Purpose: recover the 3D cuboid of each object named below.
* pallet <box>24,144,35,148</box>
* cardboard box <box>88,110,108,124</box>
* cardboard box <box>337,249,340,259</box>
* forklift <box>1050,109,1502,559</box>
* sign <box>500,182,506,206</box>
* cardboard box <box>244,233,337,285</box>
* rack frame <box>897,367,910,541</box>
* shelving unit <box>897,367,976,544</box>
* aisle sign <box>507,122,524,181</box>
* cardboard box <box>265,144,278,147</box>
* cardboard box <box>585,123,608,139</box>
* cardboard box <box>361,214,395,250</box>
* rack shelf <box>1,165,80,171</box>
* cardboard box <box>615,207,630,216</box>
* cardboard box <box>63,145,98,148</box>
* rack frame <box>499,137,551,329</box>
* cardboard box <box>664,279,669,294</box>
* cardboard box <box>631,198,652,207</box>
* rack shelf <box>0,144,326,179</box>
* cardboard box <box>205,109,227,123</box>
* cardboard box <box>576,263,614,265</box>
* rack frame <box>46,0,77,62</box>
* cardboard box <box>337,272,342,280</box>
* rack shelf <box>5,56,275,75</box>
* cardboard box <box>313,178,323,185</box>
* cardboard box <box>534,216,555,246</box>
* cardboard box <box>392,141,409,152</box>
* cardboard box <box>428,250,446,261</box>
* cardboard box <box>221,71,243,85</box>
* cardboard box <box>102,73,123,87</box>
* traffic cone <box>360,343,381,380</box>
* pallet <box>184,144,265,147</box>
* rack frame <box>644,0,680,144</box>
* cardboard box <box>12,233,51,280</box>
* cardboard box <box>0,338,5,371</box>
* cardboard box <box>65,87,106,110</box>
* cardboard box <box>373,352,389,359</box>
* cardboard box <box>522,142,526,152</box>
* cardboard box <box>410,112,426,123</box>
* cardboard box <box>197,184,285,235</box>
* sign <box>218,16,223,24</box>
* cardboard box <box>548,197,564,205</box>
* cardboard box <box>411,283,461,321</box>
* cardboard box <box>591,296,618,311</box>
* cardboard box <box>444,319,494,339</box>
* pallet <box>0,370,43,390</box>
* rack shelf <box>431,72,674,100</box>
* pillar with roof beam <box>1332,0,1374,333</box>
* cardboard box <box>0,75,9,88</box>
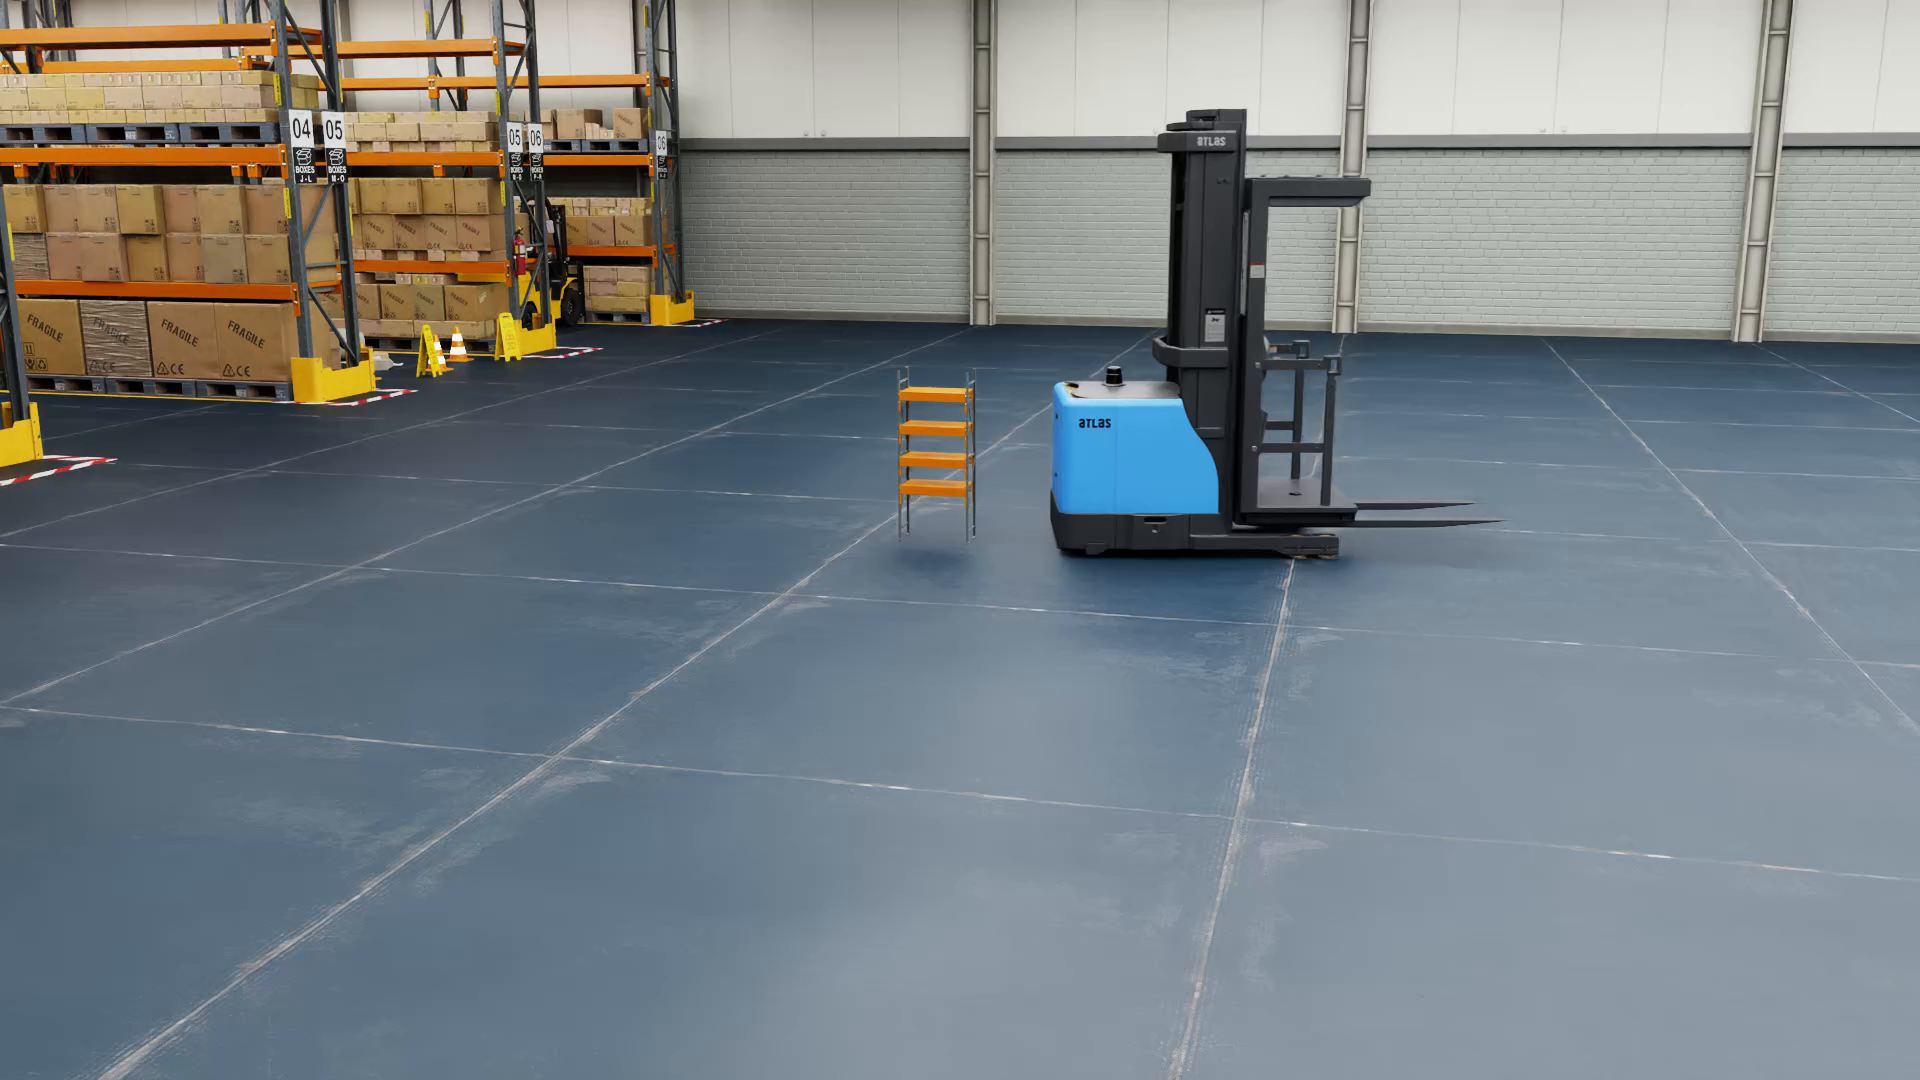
[{"bbox_3d":[-14.564,-5.990,25.316,1.003,0.211,1.213,4,13,16],"label":"pallet"},{"bbox_3d":[-9.621,-4.781,18.812,0.250,0.149,0.380,3,13,14],"label":"cardboard box"},{"bbox_3d":[-8.793,-4.144,24.067,0.250,0.149,0.380,3,13,13],"label":"cardboard box"},{"bbox_3d":[2.172,-1.416,11.350,3.031,2.935,1.130,0,13,0],"label":"forklift"},{"bbox_3d":[-6.311,-4.784,22.968,0.005,0.325,0.100,3,13,14],"label":"sign"},{"bbox_3d":[-7.618,-3.217,18.961,0.550,0.550,0.875,3,13,14],"label":"cardboard box"},{"bbox_3d":[-0.398,-0.607,11.700,0.015,1.200,0.240,3,13,14],"label":"rack frame"},{"bbox_3d":[-0.161,-0.594,11.643,0.503,1.200,0.258,3,13,14],"label":"shelving unit"},{"bbox_3d":[-6.168,-5.385,23.078,0.004,0.787,0.394,3,13,14],"label":"aisle sign"},{"bbox_3d":[-9.796,-5.661,23.978,0.250,0.149,0.380,3,13,13],"label":"cardboard box"},{"bbox_3d":[-6.097,-6.869,27.953,0.258,0.266,0.396,3,13,14],"label":"cardboard box"},{"bbox_3d":[-8.209,-4.428,23.850,0.500,0.500,0.500,3,13,14],"label":"cardboard box"},{"bbox_3d":[-18.566,-7.064,31.382,4.000,0.370,1.077,3,13,14],"label":"rack shelf"},{"bbox_3d":[-5.632,-5.556,28.120,0.250,0.149,0.380,3,13,14],"label":"cardboard box"},{"bbox_3d":[-13.008,-6.057,24.953,0.500,0.500,0.700,3,13,14],"label":"cardboard box"},{"bbox_3d":[-6.159,-4.180,23.649,0.127,3.000,1.000,3,13,14],"label":"rack frame"},{"bbox_3d":[-5.380,-4.399,28.859,0.500,0.250,0.500,3,13,15],"label":"cardboard box"},{"bbox_3d":[-5.372,-5.709,28.125,0.250,0.149,0.380,3,13,14],"label":"cardboard box"},{"bbox_3d":[-9.189,-4.351,19.154,4.000,0.370,1.077,3,13,14],"label":"rack shelf"},{"bbox_3d":[-8.145,-4.702,18.455,0.250,0.149,0.380,3,13,14],"label":"cardboard box"},{"bbox_3d":[-6.364,-4.693,29.031,0.500,0.250,0.500,3,13,13],"label":"cardboard box"},{"bbox_3d":[-16.624,-8.776,30.511,0.127,3.000,1.000,3,13,14],"label":"rack frame"},{"bbox_3d":[-8.928,-3.800,24.087,0.250,0.149,0.380,4,13,16],"label":"cardboard box"},{"bbox_3d":[-11.984,-6.874,24.524,4.000,0.370,1.077,3,13,14],"label":"rack shelf"},{"bbox_3d":[-9.177,-4.970,23.984,0.500,0.500,0.700,3,13,14],"label":"cardboard box"},{"bbox_3d":[-7.004,-5.322,28.567,0.500,0.500,0.500,3,13,14],"label":"cardboard box"},{"bbox_3d":[-7.809,-5.554,23.495,0.250,0.149,0.380,3,13,12],"label":"cardboard box"},{"bbox_3d":[-7.347,-4.046,23.627,0.250,0.149,0.380,3,13,15],"label":"cardboard box"},{"bbox_3d":[-7.897,-5.078,18.310,0.250,0.149,0.380,3,13,14],"label":"cardboard box"},{"bbox_3d":[-9.381,-5.157,18.666,0.250,0.149,0.380,3,13,13],"label":"cardboard box"},{"bbox_3d":[-7.422,-2.222,20.678,0.334,0.463,0.336,3,13,14],"label":"traffic cone"},{"bbox_3d":[-10.616,-5.815,24.525,1.003,0.211,1.213,3,13,14],"label":"pallet"},{"bbox_3d":[-4.973,-8.153,27.705,0.127,3.000,1.000,3,13,14],"label":"rack frame"},{"bbox_3d":[-10.769,-3.398,19.778,0.550,0.550,0.875,3,13,14],"label":"cardboard box"},{"bbox_3d":[-11.755,-2.461,20.127,0.750,0.750,1.050,3,13,13],"label":"cardboard box"},{"bbox_3d":[-9.743,-4.995,18.858,0.500,0.250,0.500,3,13,13],"label":"cardboard box"},{"bbox_3d":[-7.915,-2.431,22.349,0.250,0.149,0.380,12,17,43],"label":"cardboard box"},{"bbox_3d":[-6.403,-5.607,23.736,0.250,0.149,0.380,3,13,14],"label":"cardboard box"},{"bbox_3d":[-7.521,-5.936,23.375,0.250,0.149,0.380,3,13,14],"label":"cardboard box"},{"bbox_3d":[-8.154,-3.771,18.965,0.550,0.550,0.875,3,13,14],"label":"cardboard box"},{"bbox_3d":[-12.861,-8.948,28.949,0.005,0.325,0.100,3,13,14],"label":"sign"},{"bbox_3d":[-6.862,-5.787,28.478,0.250,0.149,0.380,3,13,14],"label":"cardboard box"},{"bbox_3d":[-7.507,-3.422,23.879,0.500,0.500,0.500,4,13,16],"label":"cardboard box"},{"bbox_3d":[-5.986,-4.072,28.542,0.500,0.250,0.500,3,13,14],"label":"cardboard box"},{"bbox_3d":[-7.032,-3.029,23.841,0.500,0.250,0.500,3,13,13],"label":"cardboard box"},{"bbox_3d":[-11.898,-2.004,20.280,1.213,0.211,1.003,3,13,14],"label":"pallet"},{"bbox_3d":[-6.915,-7.710,28.294,4.000,0.370,1.077,3,13,14],"label":"rack shelf"},{"bbox_3d":[5.186,-6.850,21.834,0.400,9.000,9.100,3,13,14],"label":"pillar with roof beam"},{"bbox_3d":[-10.858,-5.236,19.021,0.250,0.149,0.380,3,13,14],"label":"cardboard box"}]
